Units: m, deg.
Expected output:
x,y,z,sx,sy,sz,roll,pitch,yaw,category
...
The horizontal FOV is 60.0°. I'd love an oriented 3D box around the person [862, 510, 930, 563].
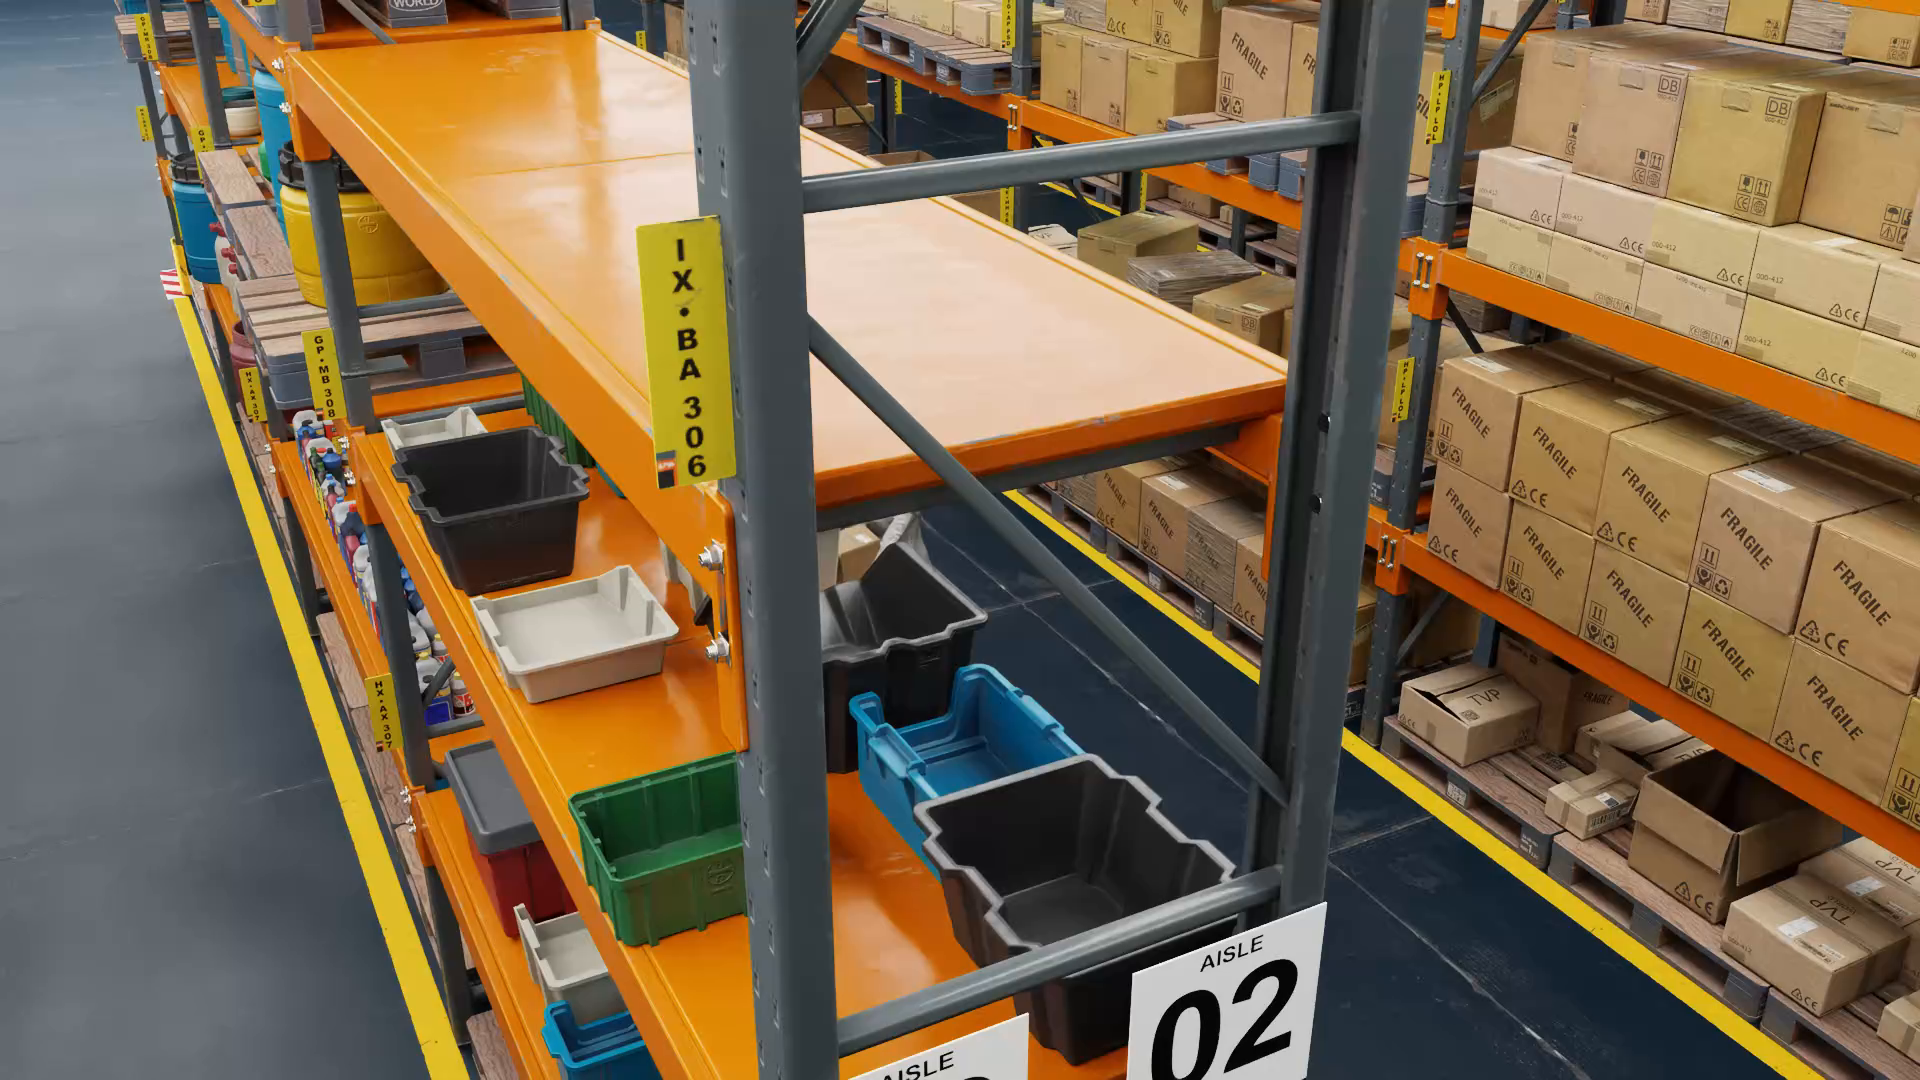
x,y,z,sx,sy,sz,roll,pitch,yaw,category
-0.414,0.191,9.238,0.499,1.599,0.375,-14,29,-26,person
